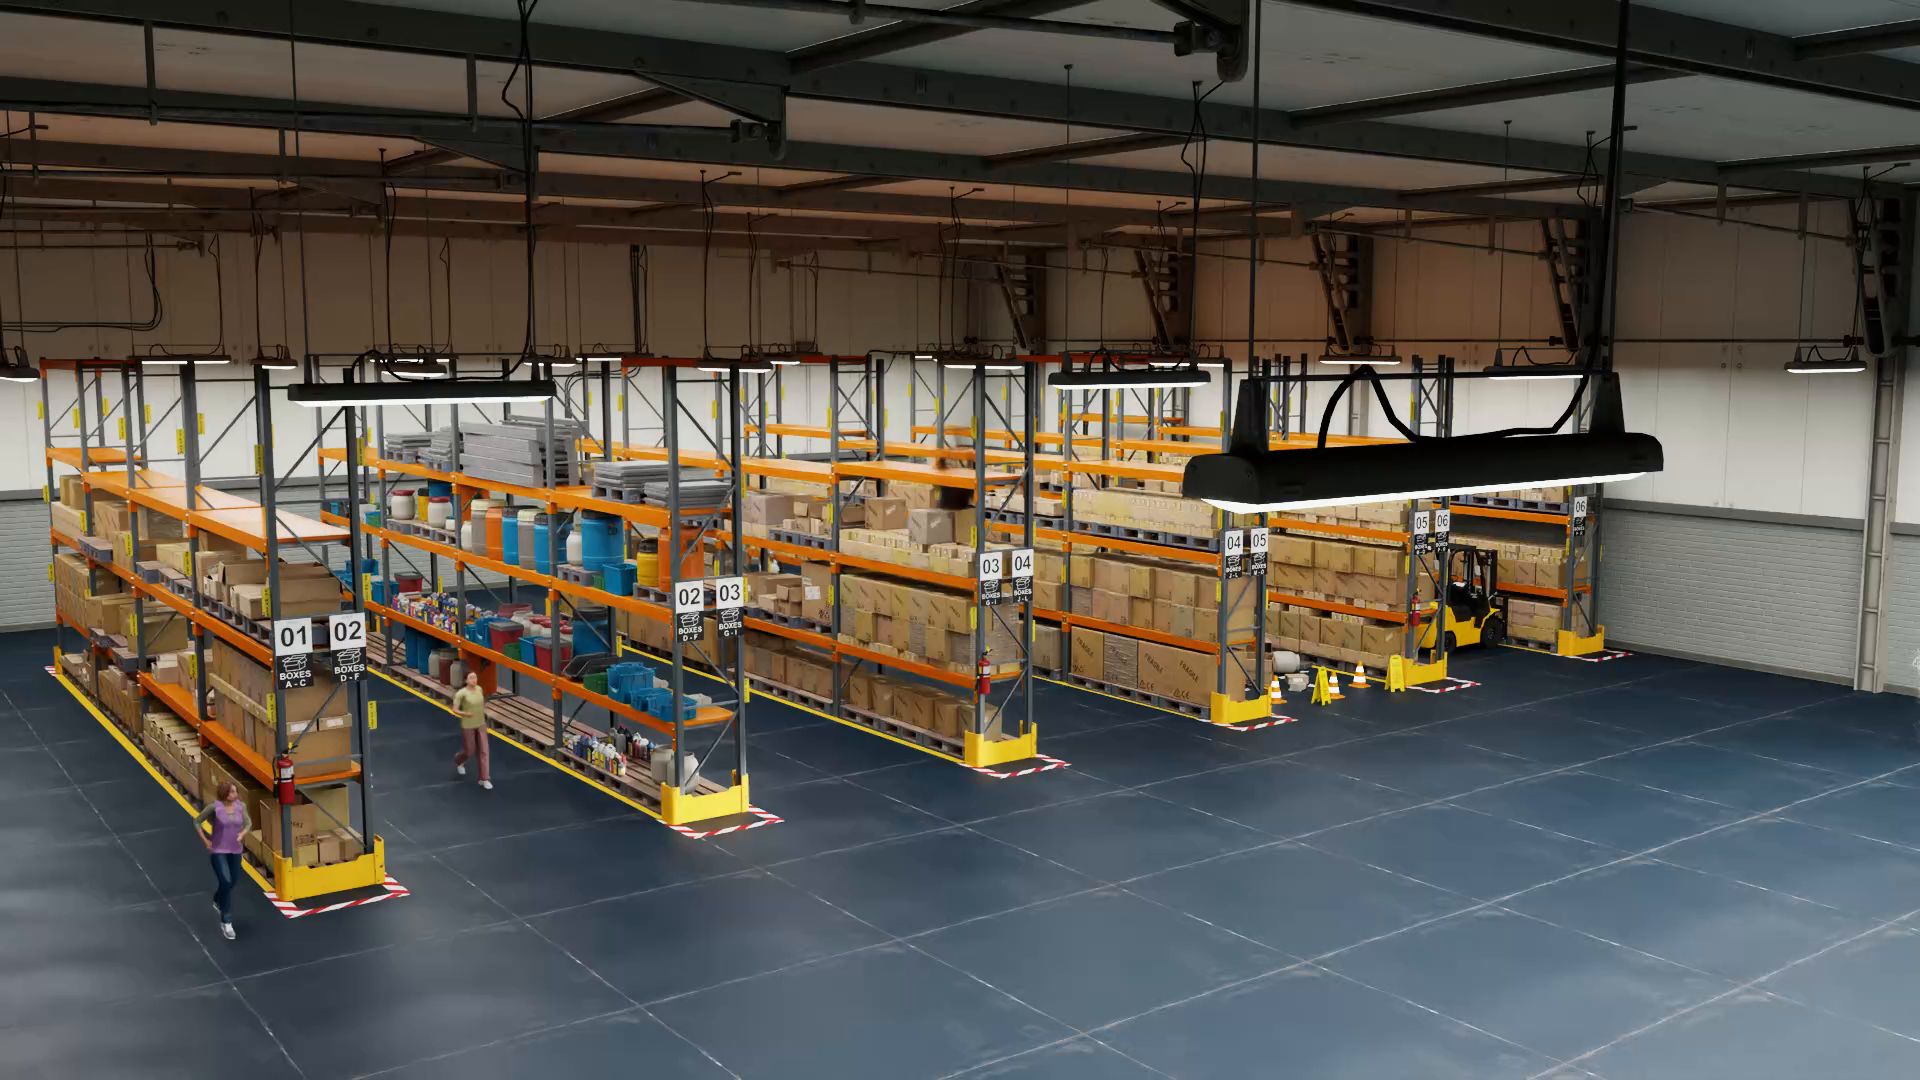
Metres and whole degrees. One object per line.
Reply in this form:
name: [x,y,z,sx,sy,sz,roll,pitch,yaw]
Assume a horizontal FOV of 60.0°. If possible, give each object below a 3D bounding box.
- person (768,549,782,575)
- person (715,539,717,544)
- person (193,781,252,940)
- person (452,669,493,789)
person: [-4.186,1.053,37.023,0.556,1.757,0.714,-5,9,-37]
person: [-5.653,0.765,38.872,0.762,1.772,0.916,-3,7,-21]
person: [-7.903,3.390,17.960,0.830,1.612,0.538,6,9,39]
person: [-6.944,2.661,23.678,0.935,1.663,0.578,7,10,45]
